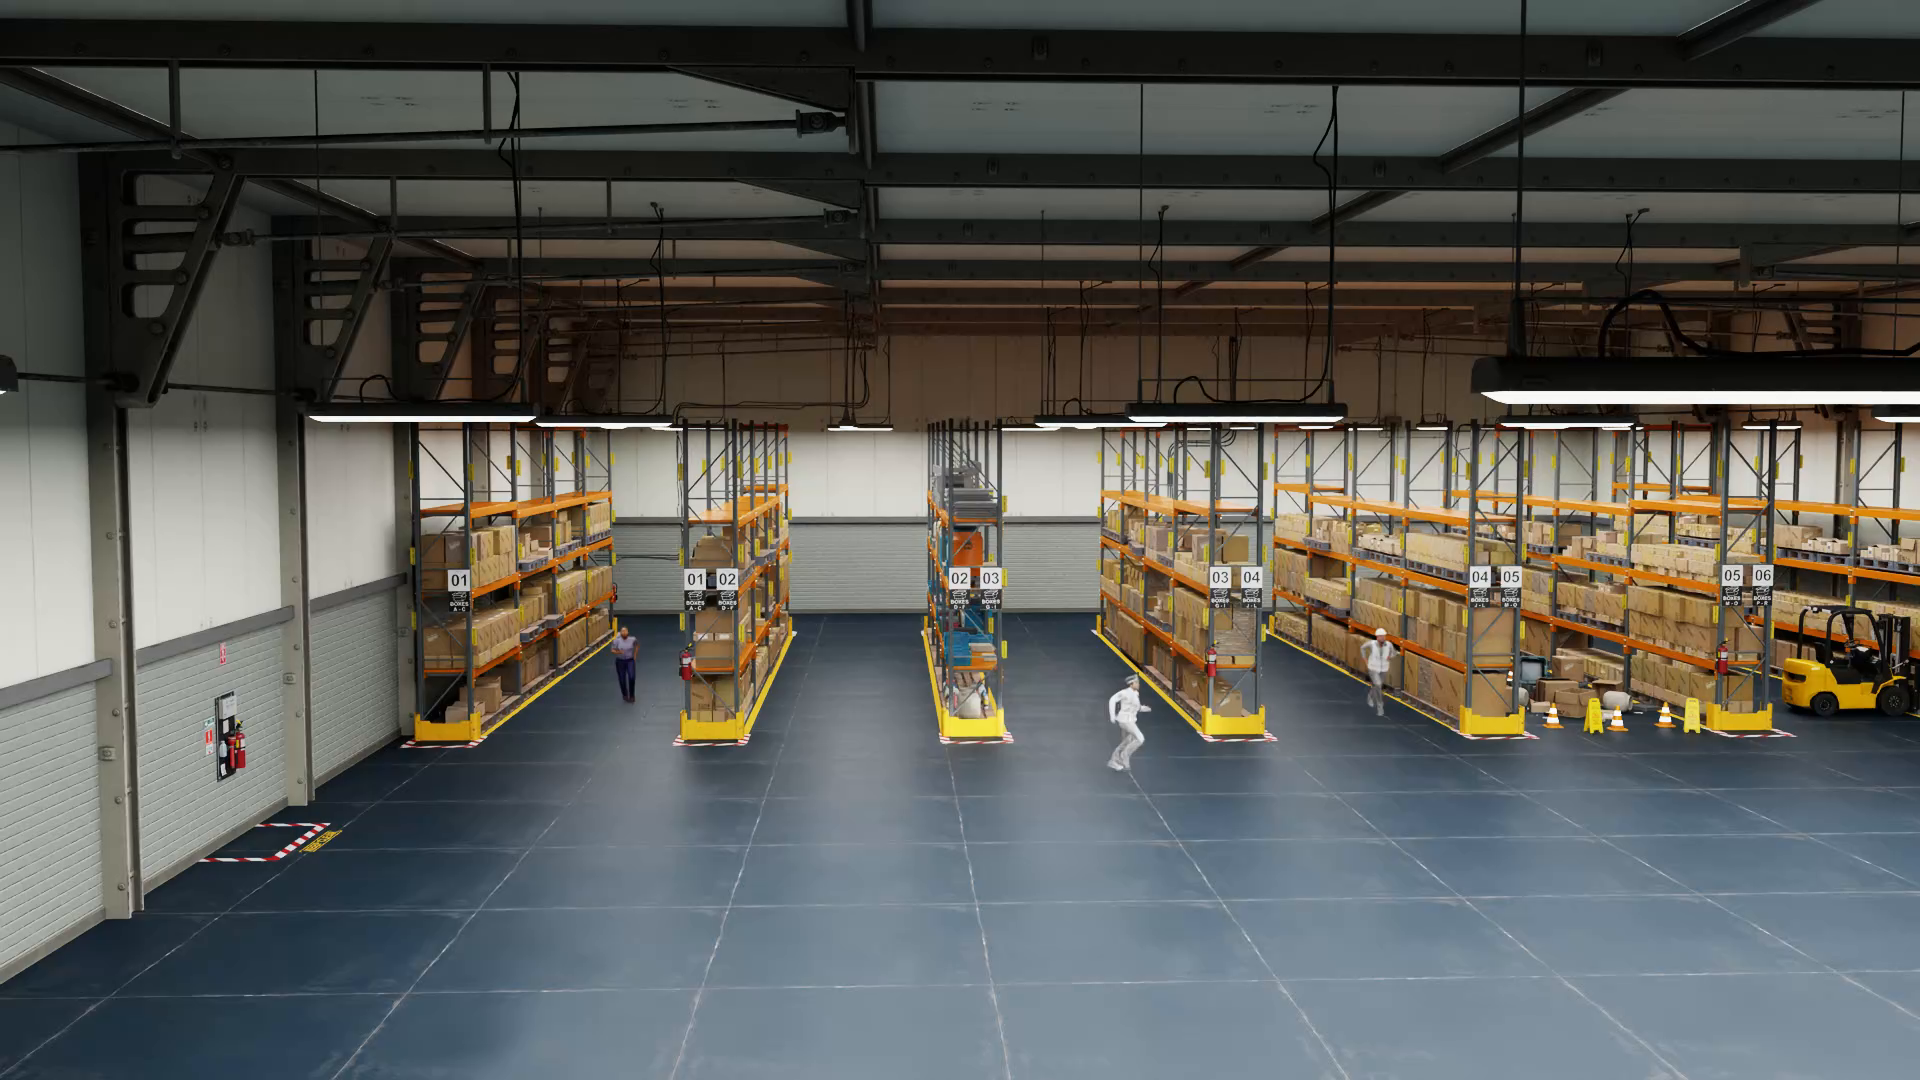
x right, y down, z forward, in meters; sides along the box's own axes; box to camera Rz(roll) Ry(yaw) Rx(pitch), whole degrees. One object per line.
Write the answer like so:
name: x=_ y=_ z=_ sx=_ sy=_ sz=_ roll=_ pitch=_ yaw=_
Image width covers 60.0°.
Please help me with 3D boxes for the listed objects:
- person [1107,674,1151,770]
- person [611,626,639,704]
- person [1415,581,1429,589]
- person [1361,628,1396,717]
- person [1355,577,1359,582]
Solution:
person: x=2.856 y=3.079 z=28.104 sx=0.737 sy=1.642 sz=0.645 roll=2 pitch=4 yaw=28
person: x=-7.122 y=2.662 z=35.355 sx=0.588 sy=1.644 sz=0.741 roll=-1 pitch=4 yaw=-11
person: x=13.636 y=1.763 z=49.282 sx=0.730 sy=1.605 sz=0.551 roll=0 pitch=4 yaw=4
person: x=8.554 y=2.677 z=34.086 sx=0.657 sy=1.789 sz=0.999 roll=-1 pitch=4 yaw=-8
person: x=10.947 y=1.895 z=46.306 sx=0.683 sy=1.736 sz=0.541 roll=0 pitch=4 yaw=-3
